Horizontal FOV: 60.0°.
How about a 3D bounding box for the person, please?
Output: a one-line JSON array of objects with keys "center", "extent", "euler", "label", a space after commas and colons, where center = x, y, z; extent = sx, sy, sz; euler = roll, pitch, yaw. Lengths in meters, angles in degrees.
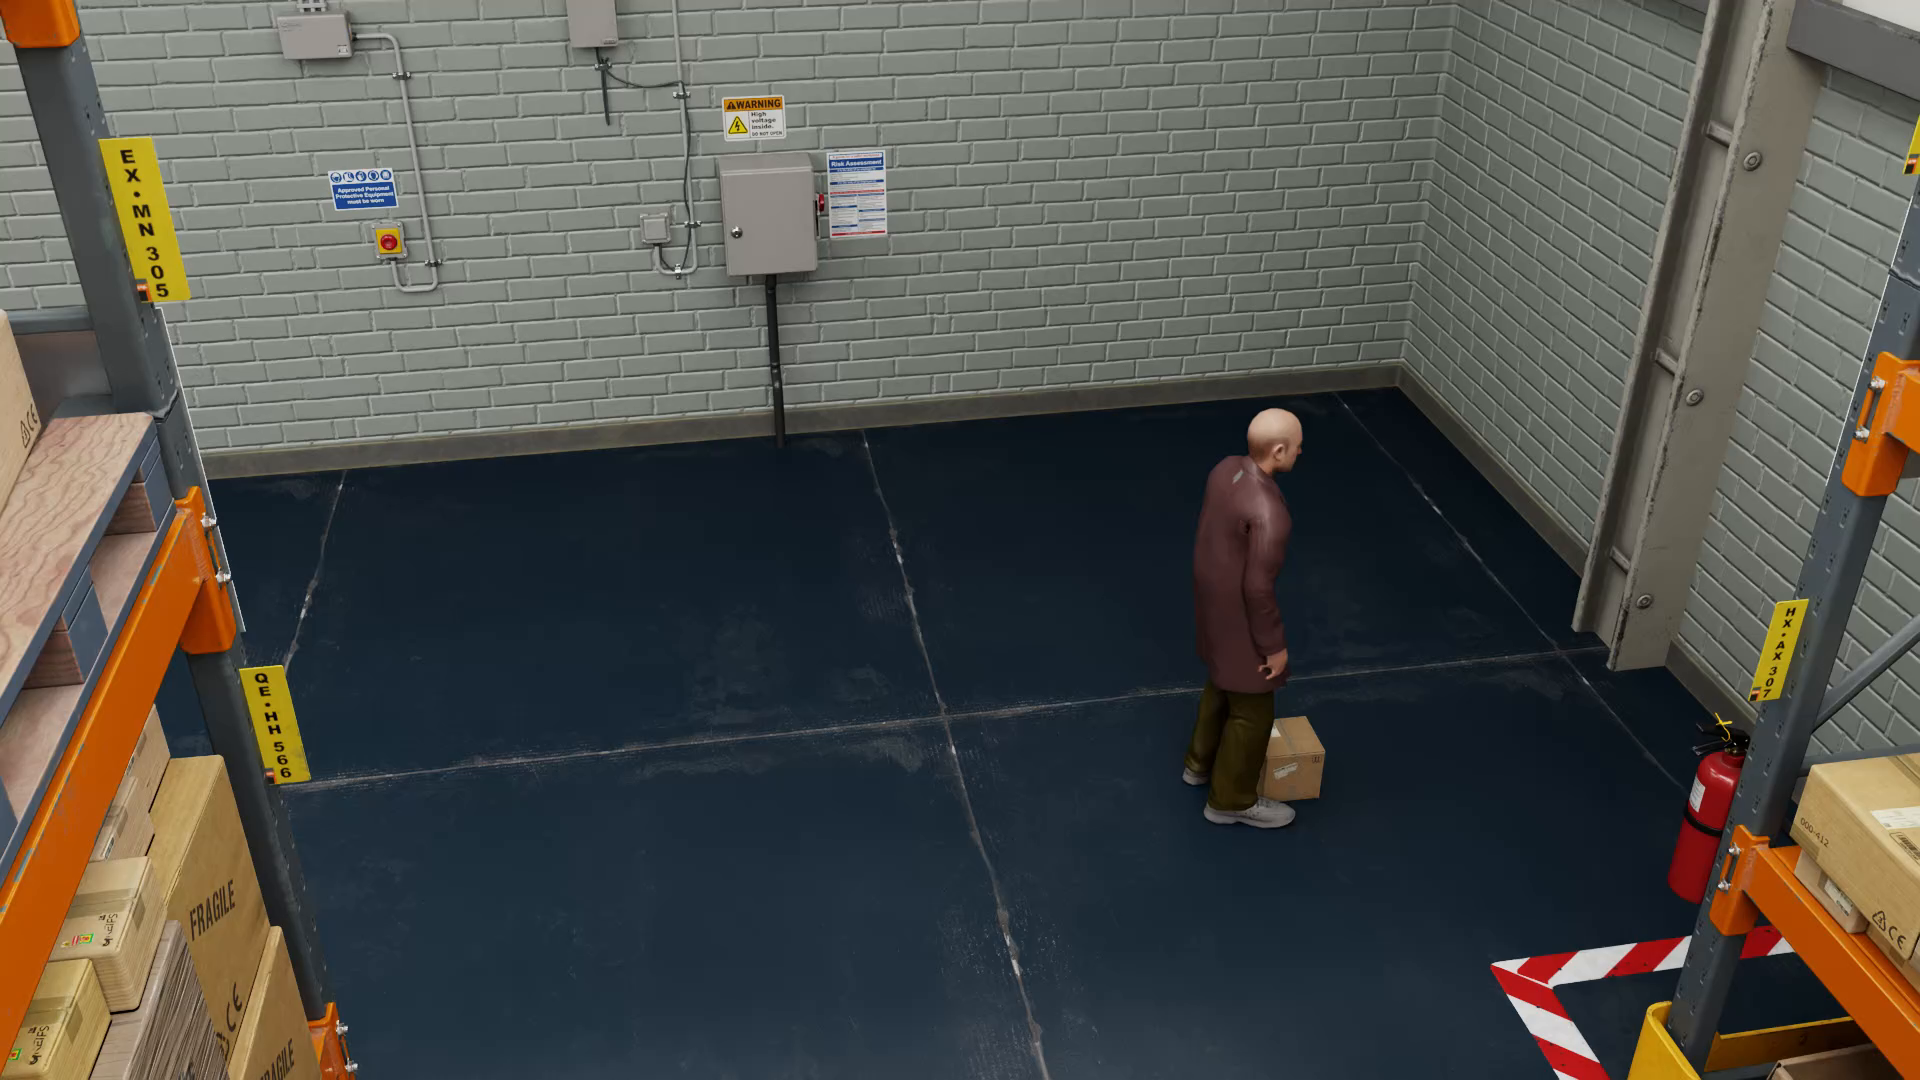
[{"center": [1.137, 0.301, 6.630], "extent": [0.425, 1.774, 0.644], "euler": [-5, 31, -9], "label": "person"}]
